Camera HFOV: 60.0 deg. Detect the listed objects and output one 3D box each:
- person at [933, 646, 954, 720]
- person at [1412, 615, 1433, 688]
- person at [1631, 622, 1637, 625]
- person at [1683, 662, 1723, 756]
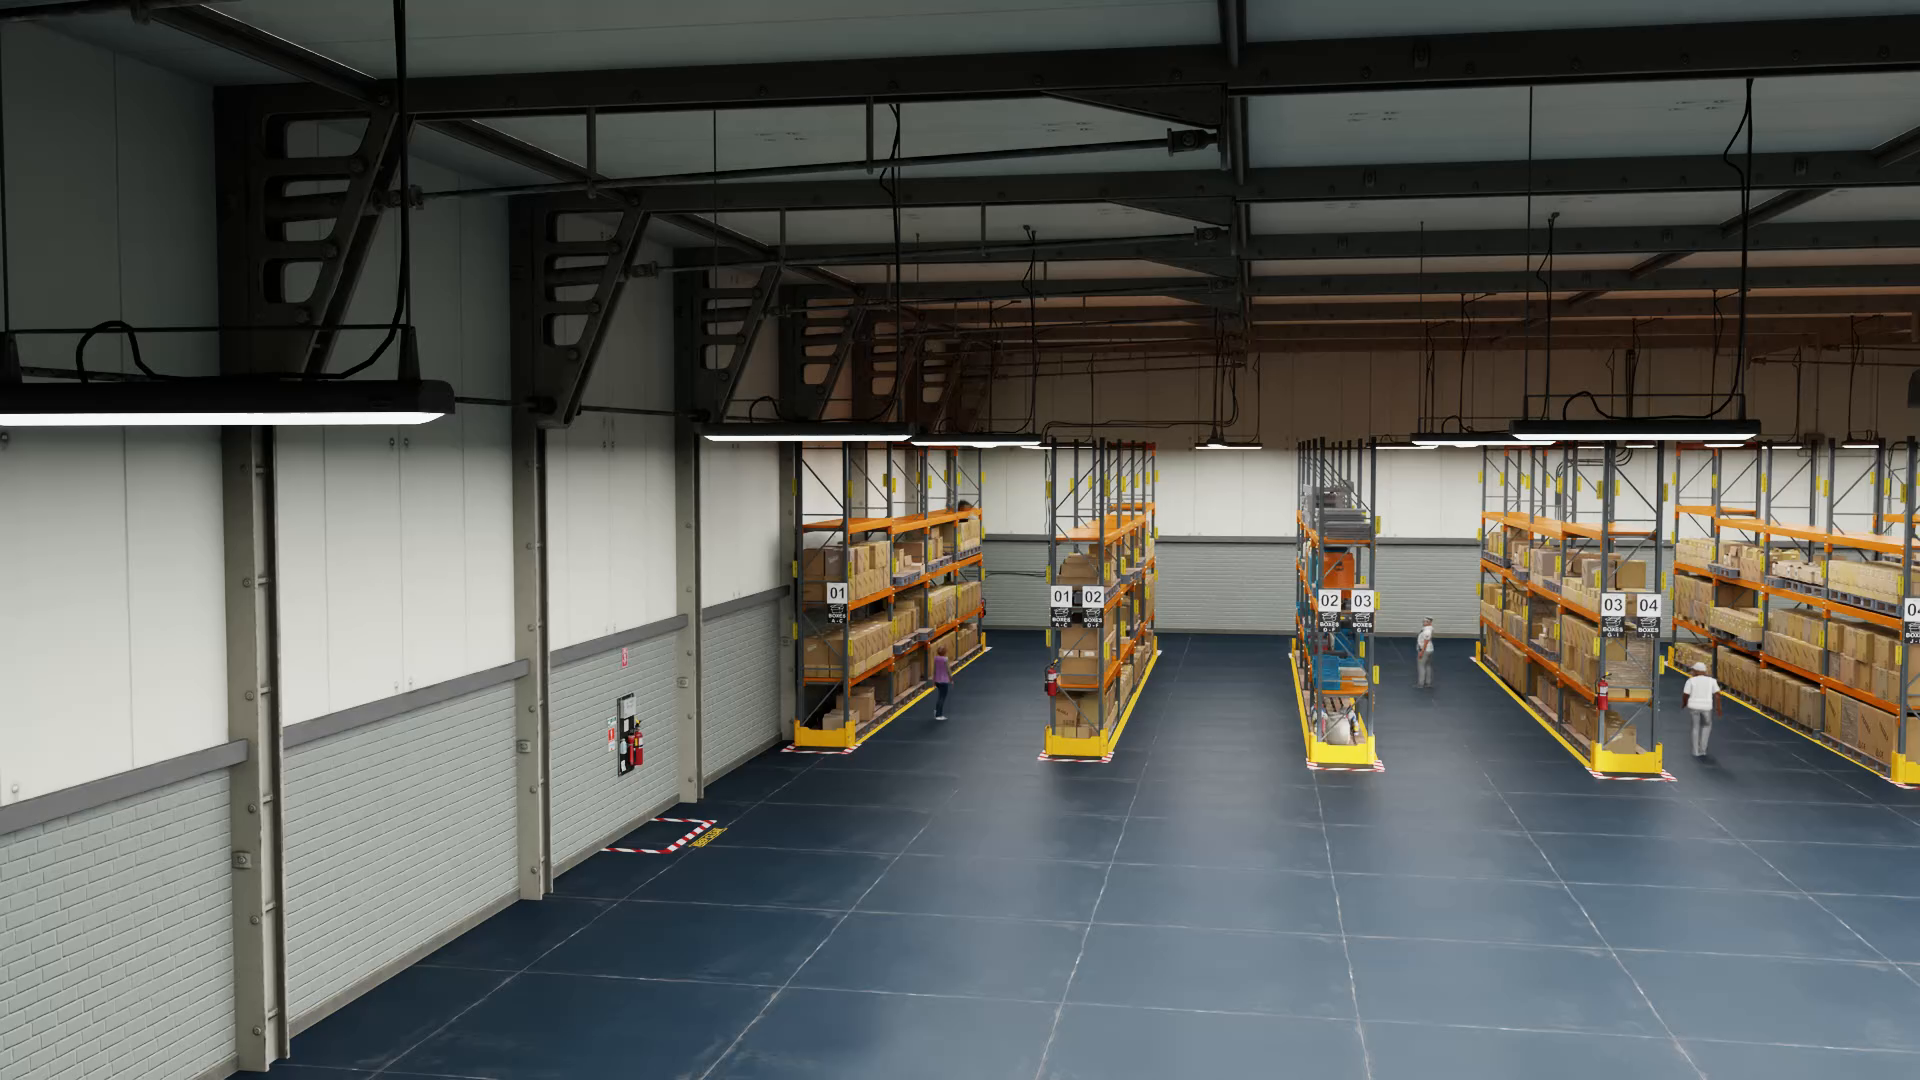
[{"bbox_3d":[-0.358,3.095,35.425,0.446,1.520,0.416,-3,4,-44],"label":"person"},{"bbox_3d":[11.257,2.709,40.360,0.448,1.776,0.594,2,4,33],"label":"person"},{"bbox_3d":[19.416,2.364,48.103,0.380,1.658,0.545,-3,4,-43],"label":"person"},{"bbox_3d":[14.017,3.223,31.440,0.720,1.806,0.527,2,4,35],"label":"person"}]
